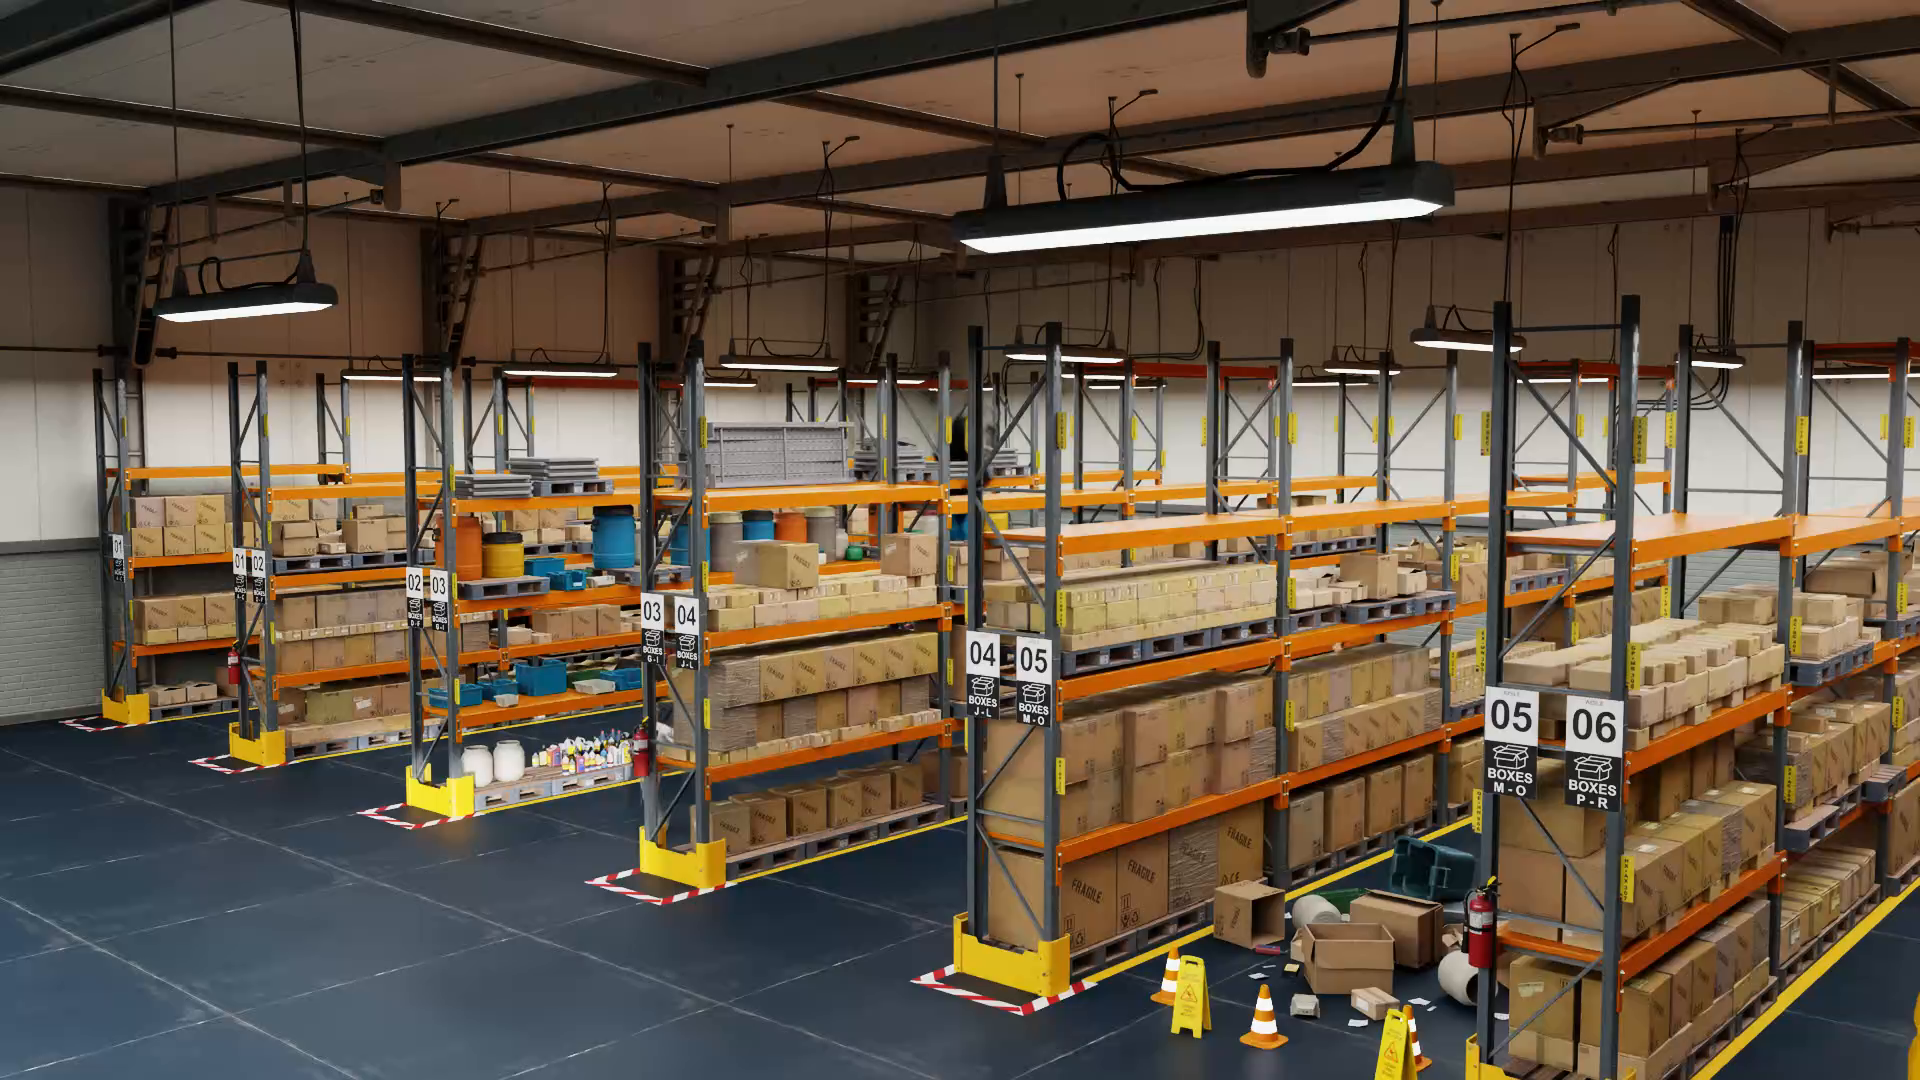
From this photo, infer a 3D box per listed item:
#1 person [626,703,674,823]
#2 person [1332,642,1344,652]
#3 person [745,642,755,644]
[{"bbox_3d":[-3.820,2.820,20.471,0.596,1.690,0.614,2,5,30],"label":"person"},{"bbox_3d":[5.933,2.384,26.189,0.578,1.673,0.955,3,5,32],"label":"person"},{"bbox_3d":[-3.664,2.167,29.036,0.713,1.722,0.754,3,5,33],"label":"person"}]
